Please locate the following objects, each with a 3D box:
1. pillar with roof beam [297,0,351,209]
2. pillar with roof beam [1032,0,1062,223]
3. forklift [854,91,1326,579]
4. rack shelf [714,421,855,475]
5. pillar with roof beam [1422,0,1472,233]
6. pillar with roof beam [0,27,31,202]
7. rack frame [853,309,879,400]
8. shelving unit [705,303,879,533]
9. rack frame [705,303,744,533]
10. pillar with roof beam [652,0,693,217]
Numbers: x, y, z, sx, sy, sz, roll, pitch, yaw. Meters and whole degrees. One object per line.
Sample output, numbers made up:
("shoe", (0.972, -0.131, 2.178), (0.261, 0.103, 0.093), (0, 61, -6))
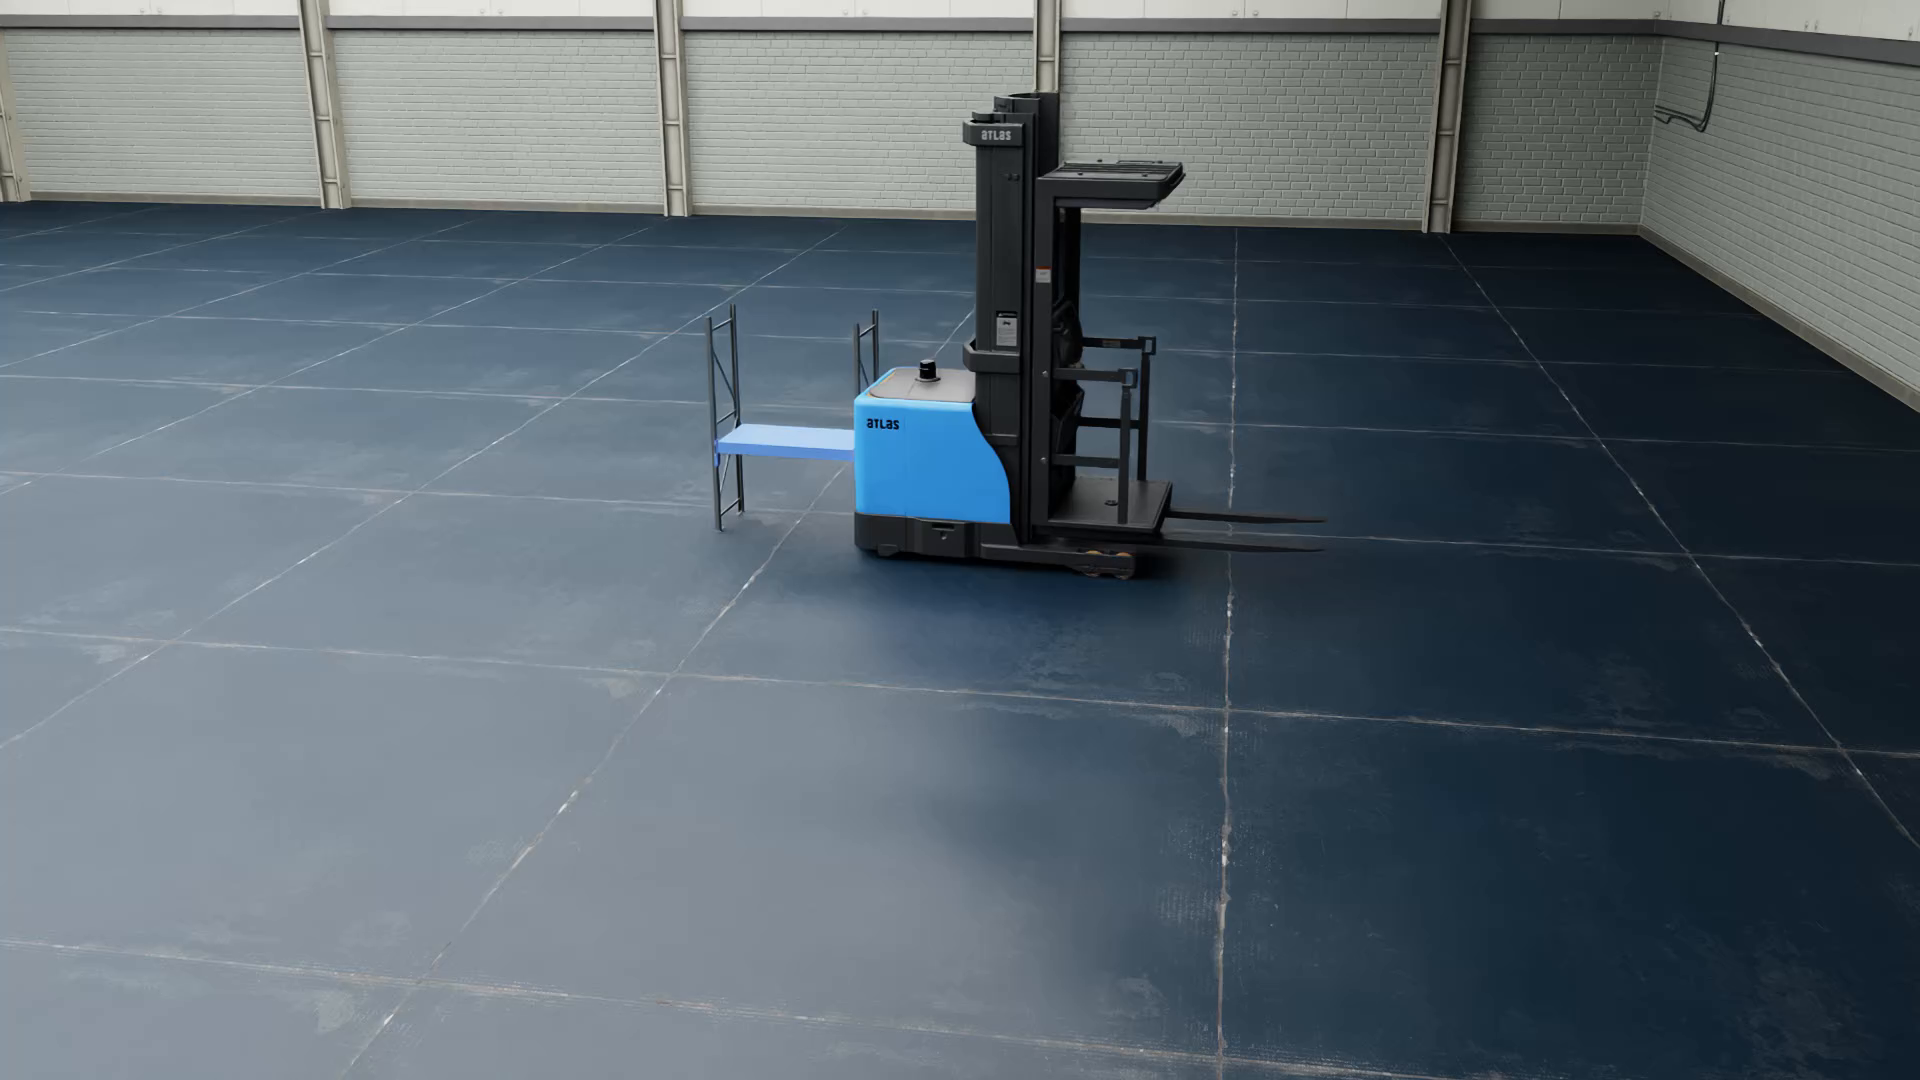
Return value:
("pillar with roof beam", (-11.199, -8.528, 22.610), (0.400, 9.000, 9.100), (3, 19, 9))
("pillar with roof beam", (0.649, -7.924, 20.805), (0.400, 9.000, 9.100), (3, 19, 9))
("forklift", (0.875, -1.326, 10.648), (3.031, 2.935, 1.130), (4, 19, 12))
("rack shelf", (-1.120, -0.633, 11.398), (1.000, 0.185, 0.538), (4, 19, 12))
("pillar with roof beam", (6.573, -7.623, 19.902), (0.400, 9.000, 9.100), (3, 19, 9))
("pillar with roof beam", (-17.123, -8.830, 23.512), (0.400, 9.000, 9.100), (3, 19, 9))
("rack frame", (-0.624, -0.768, 11.234), (0.032, 1.500, 0.500), (4, 19, 12))
("shelving unit", (-1.120, -0.804, 11.341), (1.048, 1.500, 0.538), (4, 19, 12))
("rack frame", (-1.615, -0.840, 11.449), (0.032, 1.500, 0.500), (4, 19, 12))
("pillar with roof beam", (-5.275, -8.226, 21.707), (0.400, 9.000, 9.100), (3, 19, 9))
